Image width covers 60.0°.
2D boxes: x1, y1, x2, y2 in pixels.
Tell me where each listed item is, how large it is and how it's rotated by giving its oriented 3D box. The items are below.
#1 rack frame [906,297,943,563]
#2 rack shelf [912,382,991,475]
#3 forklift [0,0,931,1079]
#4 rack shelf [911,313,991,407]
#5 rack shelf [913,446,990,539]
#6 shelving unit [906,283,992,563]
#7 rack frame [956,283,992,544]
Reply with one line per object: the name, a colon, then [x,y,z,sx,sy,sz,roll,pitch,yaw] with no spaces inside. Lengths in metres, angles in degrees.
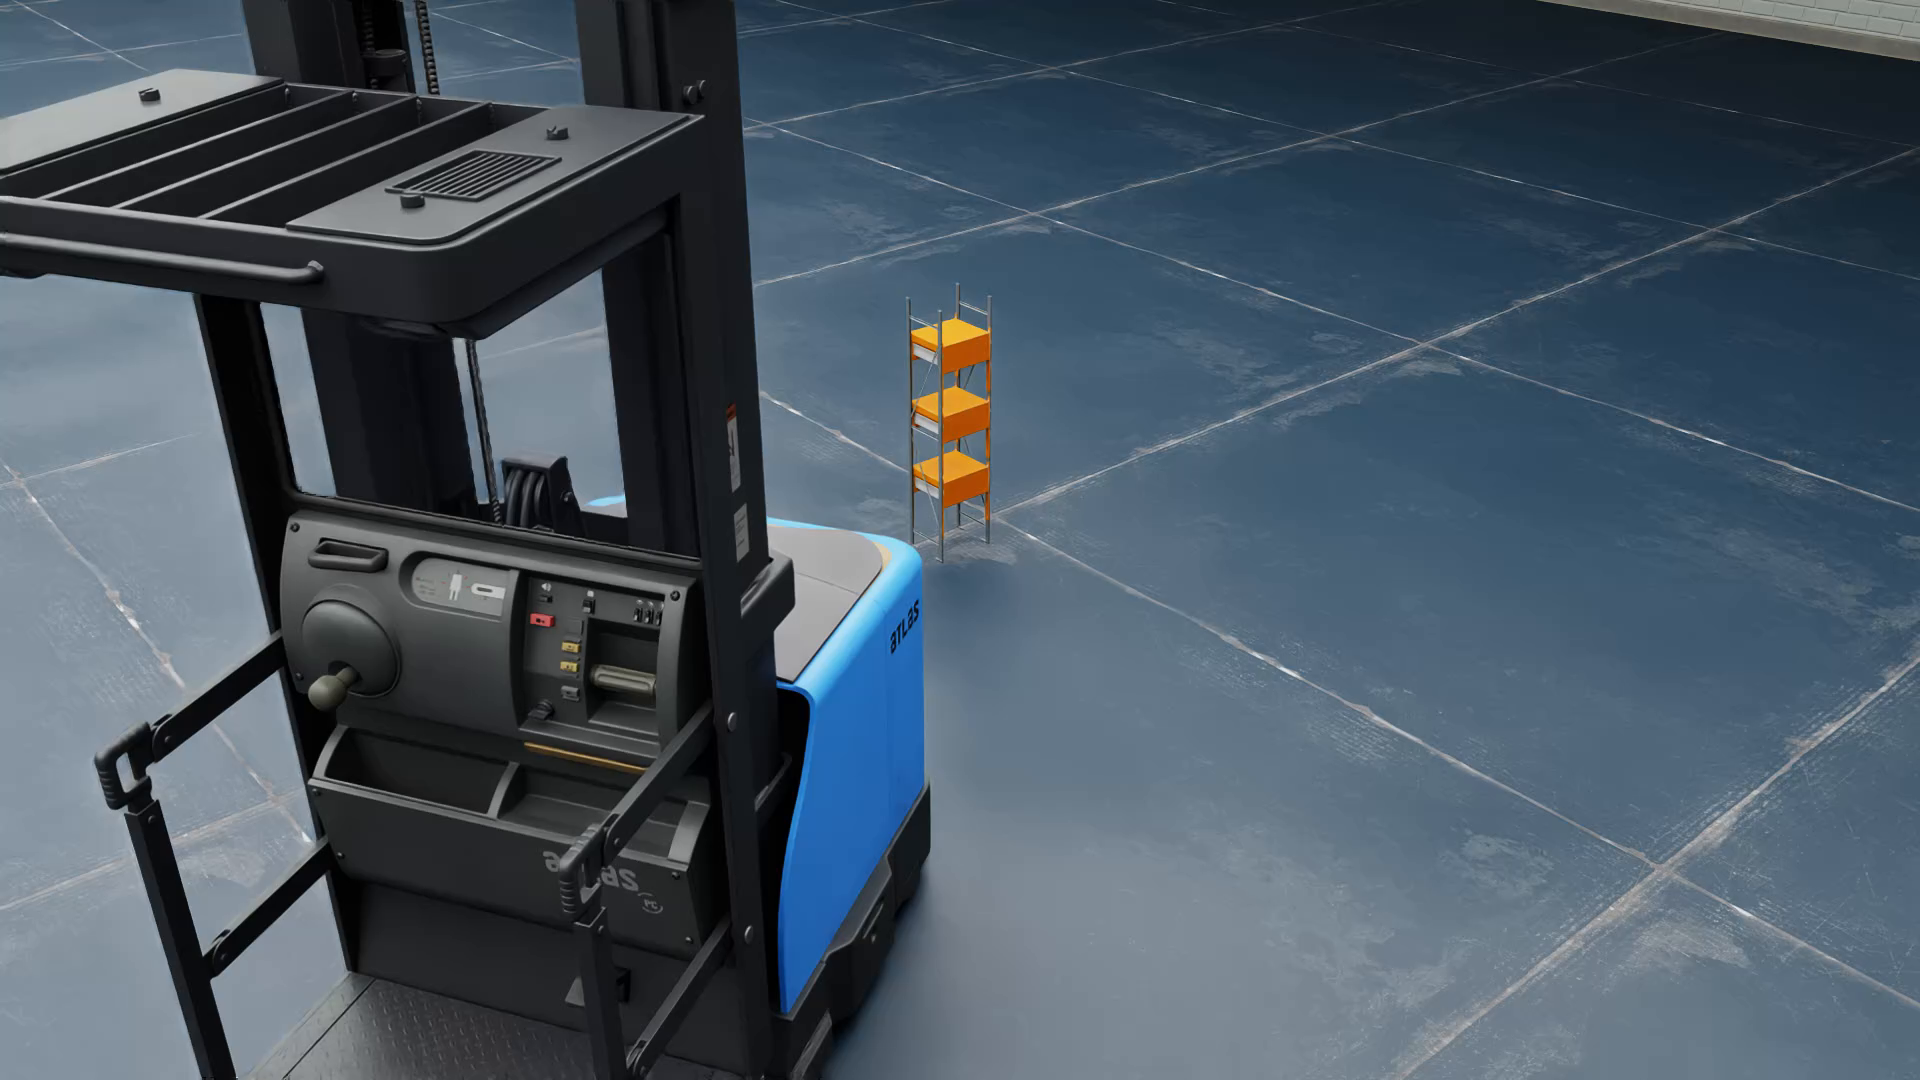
rack frame: [-0.134,-0.409,6.402,0.008,1.050,0.200,-22,35,-35]
rack shelf: [-0.041,-0.437,6.477,0.240,0.259,0.215,-22,35,-35]
forklift: [-1.042,0.240,3.192,1.130,2.935,3.031,9,29,16]
rack shelf: [-0.041,-0.688,6.343,0.240,0.259,0.215,-22,35,-35]
rack shelf: [-0.041,-0.192,6.608,0.240,0.259,0.215,-22,35,-35]
shelving unit: [-0.041,-0.447,6.472,0.252,1.050,0.215,-22,35,-35]
rack frame: [0.052,-0.484,6.542,0.008,1.050,0.200,-22,35,-35]
